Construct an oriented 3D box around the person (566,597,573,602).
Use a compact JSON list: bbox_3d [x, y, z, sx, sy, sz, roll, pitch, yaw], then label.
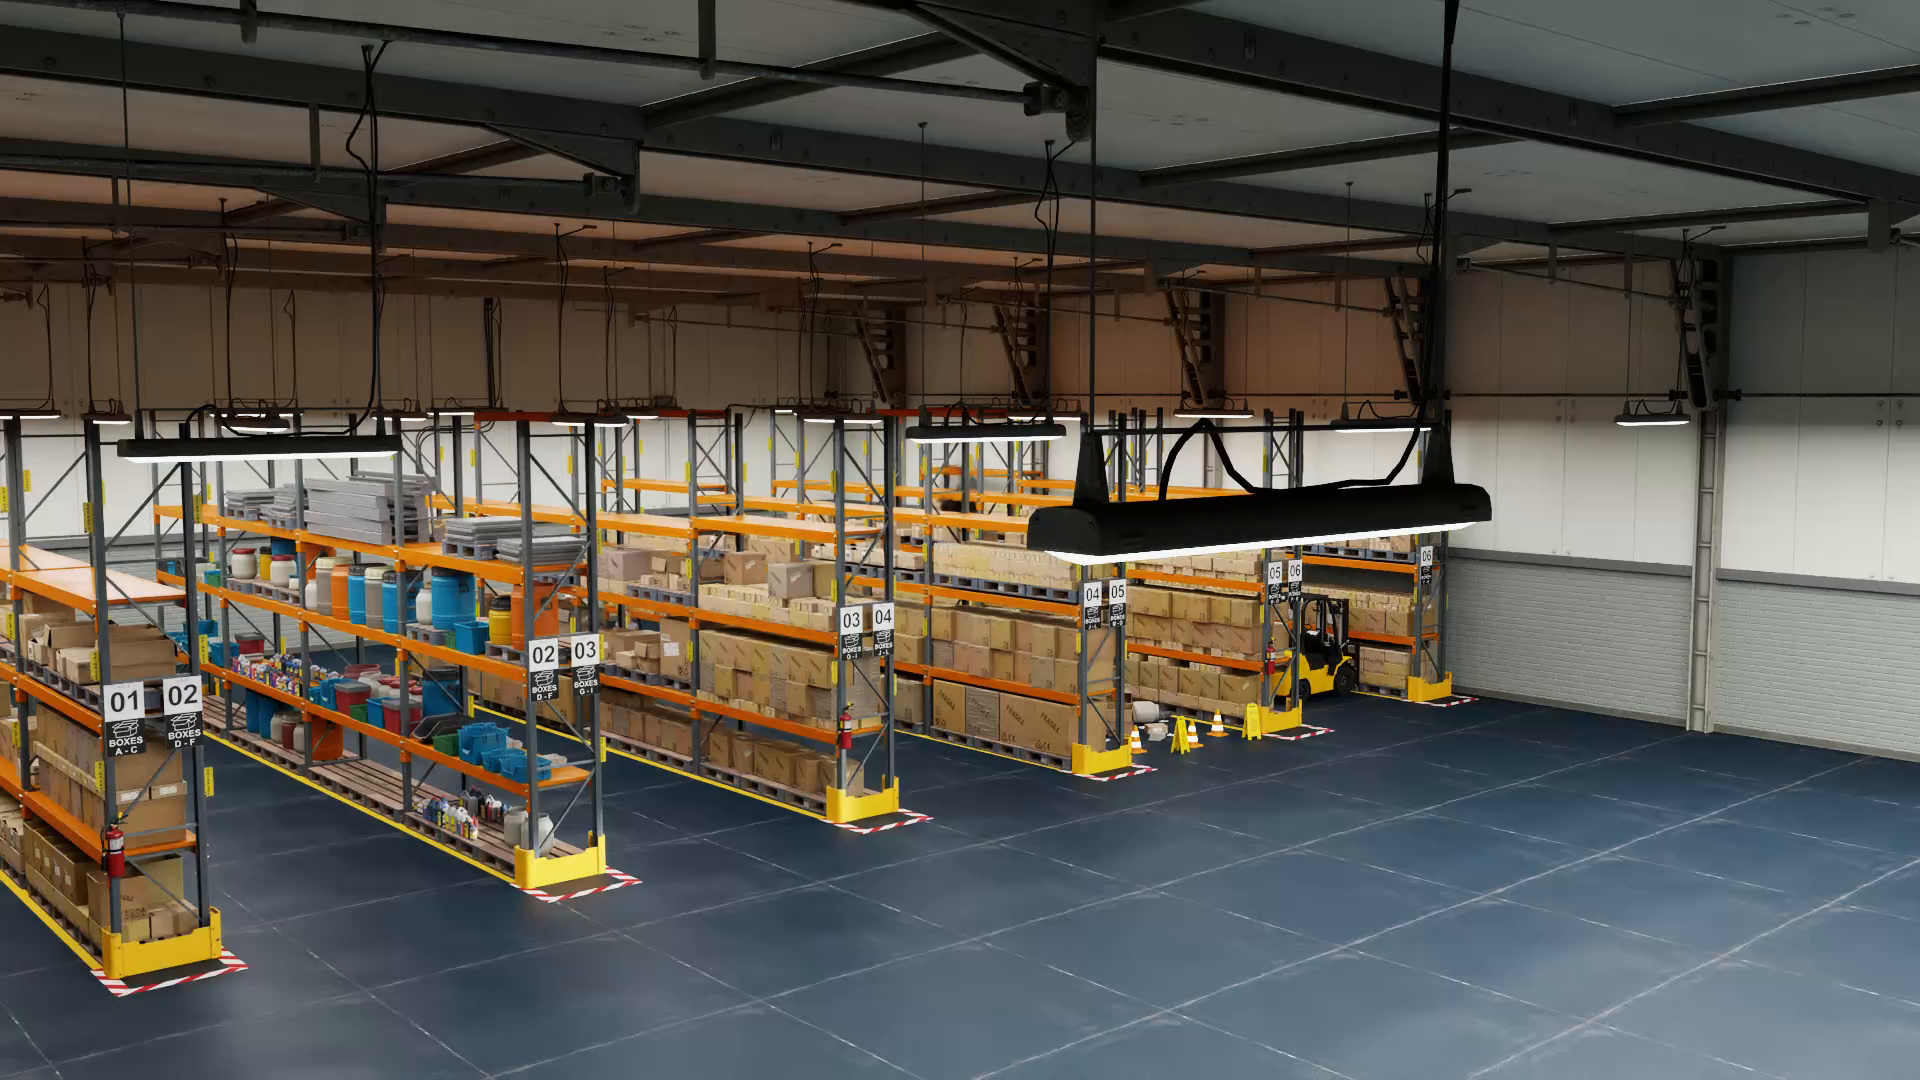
[{"bbox_3d":[-9.102,2.108,38.456,0.711,1.688,0.615,-2,5,-23],"label":"person"}]
